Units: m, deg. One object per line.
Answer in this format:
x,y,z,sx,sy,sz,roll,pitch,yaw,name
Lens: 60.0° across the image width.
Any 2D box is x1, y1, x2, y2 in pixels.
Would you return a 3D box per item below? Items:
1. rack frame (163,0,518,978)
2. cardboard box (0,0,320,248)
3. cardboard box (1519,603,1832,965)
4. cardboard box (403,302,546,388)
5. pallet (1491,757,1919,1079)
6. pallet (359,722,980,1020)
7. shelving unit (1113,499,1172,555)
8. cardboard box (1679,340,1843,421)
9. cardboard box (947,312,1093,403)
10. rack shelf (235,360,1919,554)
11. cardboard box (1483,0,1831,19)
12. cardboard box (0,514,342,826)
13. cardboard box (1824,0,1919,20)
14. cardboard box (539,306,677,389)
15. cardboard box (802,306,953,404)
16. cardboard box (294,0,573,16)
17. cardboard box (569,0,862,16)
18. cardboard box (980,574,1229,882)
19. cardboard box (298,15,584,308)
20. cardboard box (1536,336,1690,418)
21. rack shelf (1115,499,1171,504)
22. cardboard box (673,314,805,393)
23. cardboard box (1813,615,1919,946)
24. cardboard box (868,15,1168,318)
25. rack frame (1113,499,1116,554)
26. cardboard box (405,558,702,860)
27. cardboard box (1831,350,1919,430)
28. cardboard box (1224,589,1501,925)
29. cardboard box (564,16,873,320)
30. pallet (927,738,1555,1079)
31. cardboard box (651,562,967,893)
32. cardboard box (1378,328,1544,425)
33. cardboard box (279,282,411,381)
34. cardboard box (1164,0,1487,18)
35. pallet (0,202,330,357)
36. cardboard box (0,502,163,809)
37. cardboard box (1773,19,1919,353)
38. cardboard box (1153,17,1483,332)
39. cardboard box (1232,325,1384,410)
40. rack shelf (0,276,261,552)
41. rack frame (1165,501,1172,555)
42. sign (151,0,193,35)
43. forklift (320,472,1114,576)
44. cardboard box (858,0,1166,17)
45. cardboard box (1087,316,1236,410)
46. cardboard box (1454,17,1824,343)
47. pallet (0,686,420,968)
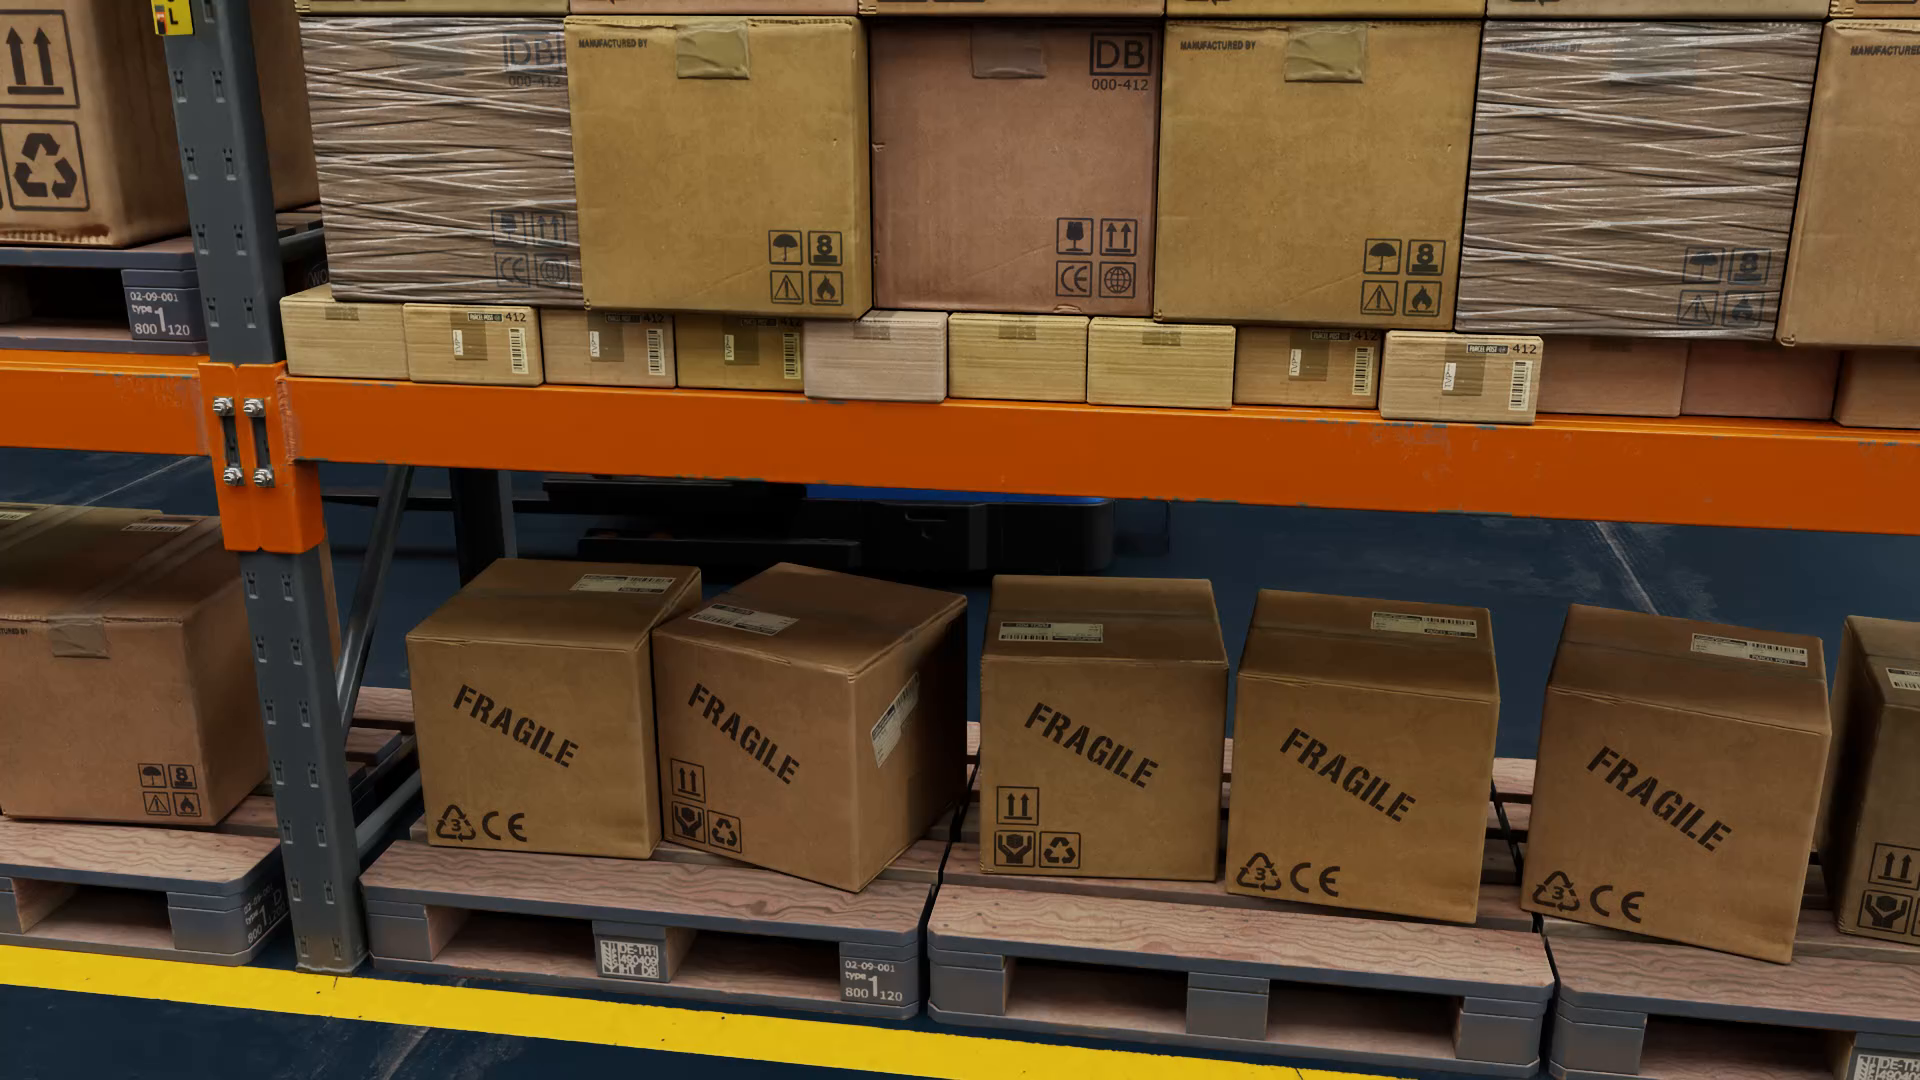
-1.273,-0.653,3.528,0.127,3.000,1.000,3,19,9,rack frame
-2.035,-1.221,3.617,1.000,1.000,1.000,3,19,9,cardboard box
1.467,0.478,3.424,0.500,0.500,0.500,8,20,23,cardboard box
-0.864,-0.412,3.204,0.250,0.149,0.380,3,19,9,cardboard box
1.805,0.815,3.536,1.213,0.211,1.003,3,19,9,pallet
-0.604,0.692,3.903,1.213,0.211,1.003,3,19,9,pallet
0.678,-0.412,6.116,0.210,0.900,0.258,1,19,4,shelving unit
1.376,-0.335,2.972,0.250,0.149,0.380,3,19,9,cardboard box
0.130,-0.374,3.089,0.250,0.149,0.380,3,19,9,cardboard box
0.702,-0.211,3.342,4.000,0.370,1.077,3,19,9,rack shelf
1.106,-1.114,2.704,0.500,0.500,0.500,3,19,9,cardboard box
-1.876,0.286,3.968,0.500,0.500,0.700,1,19,4,cardboard box
1.599,-1.088,2.626,0.500,0.500,0.500,3,19,9,cardboard box
-0.613,-0.409,3.193,0.250,0.149,0.380,3,19,9,cardboard box
-0.124,-0.373,3.088,0.250,0.149,0.380,3,19,9,cardboard box
-0.869,-1.214,3.001,0.500,0.500,0.500,3,19,9,cardboard box
-0.375,-1.189,2.927,0.500,0.500,0.500,3,19,9,cardboard box
0.308,0.399,3.662,0.500,0.500,0.500,1,19,4,cardboard box
-0.839,-0.800,3.340,0.500,0.500,0.875,3,19,9,cardboard box
1.125,-0.340,2.989,0.250,0.149,0.380,3,19,9,cardboard box
0.678,-0.210,6.183,0.200,0.077,0.258,1,19,4,rack shelf
-0.364,-0.399,3.164,0.250,0.149,0.380,3,19,9,cardboard box
2.062,0.498,3.366,0.500,0.500,0.500,7,20,19,cardboard box
0.159,-0.770,3.251,0.500,0.500,0.875,3,19,9,cardboard box
0.577,-0.414,6.123,0.006,0.900,0.240,1,19,4,rack frame
-0.884,0.366,3.761,0.500,0.500,0.500,2,19,7,cardboard box
1.616,-0.309,2.896,0.250,0.149,0.380,3,19,9,cardboard box
0.852,0.441,3.536,0.500,0.500,0.500,5,19,14,cardboard box
-0.351,-0.764,3.231,0.500,0.500,0.875,3,19,9,cardboard box
0.604,0.752,3.722,1.213,0.211,1.003,3,19,9,pallet
-0.318,0.392,3.682,0.500,0.500,0.500,9,21,26,cardboard box
0.864,-0.325,2.943,0.250,0.149,0.380,3,19,9,cardboard box
-1.109,-0.429,3.254,0.250,0.149,0.380,3,19,9,cardboard box
0.614,-1.142,2.786,0.500,0.500,0.500,3,19,9,cardboard box
-2.005,-0.646,3.810,1.213,0.211,1.003,3,19,9,pallet
-2.344,0.256,4.057,0.500,0.500,0.700,3,19,8,cardboard box
1.625,-0.664,2.935,0.500,0.500,0.875,3,19,9,cardboard box
0.646,-0.732,3.137,0.500,0.500,0.875,3,19,9,cardboard box
0.629,-0.359,3.046,0.250,0.149,0.380,3,19,9,cardboard box
-3.248,-0.413,3.943,4.000,0.370,1.077,3,19,9,rack shelf
0.780,-0.409,6.108,0.006,0.900,0.240,1,19,4,rack frame
-1.358,-1.028,2.824,0.005,0.325,0.100,3,19,9,sign
-0.943,-1.413,5.908,3.031,2.935,1.130,1,19,4,forklift
0.118,-1.164,2.851,0.500,0.500,0.500,3,19,9,cardboard box
0.375,-0.358,3.041,0.250,0.149,0.380,3,19,9,cardboard box
1.138,-0.703,3.050,0.500,0.500,0.875,3,19,9,cardboard box
-2.042,0.630,4.086,1.213,0.211,1.003,3,19,9,pallet
